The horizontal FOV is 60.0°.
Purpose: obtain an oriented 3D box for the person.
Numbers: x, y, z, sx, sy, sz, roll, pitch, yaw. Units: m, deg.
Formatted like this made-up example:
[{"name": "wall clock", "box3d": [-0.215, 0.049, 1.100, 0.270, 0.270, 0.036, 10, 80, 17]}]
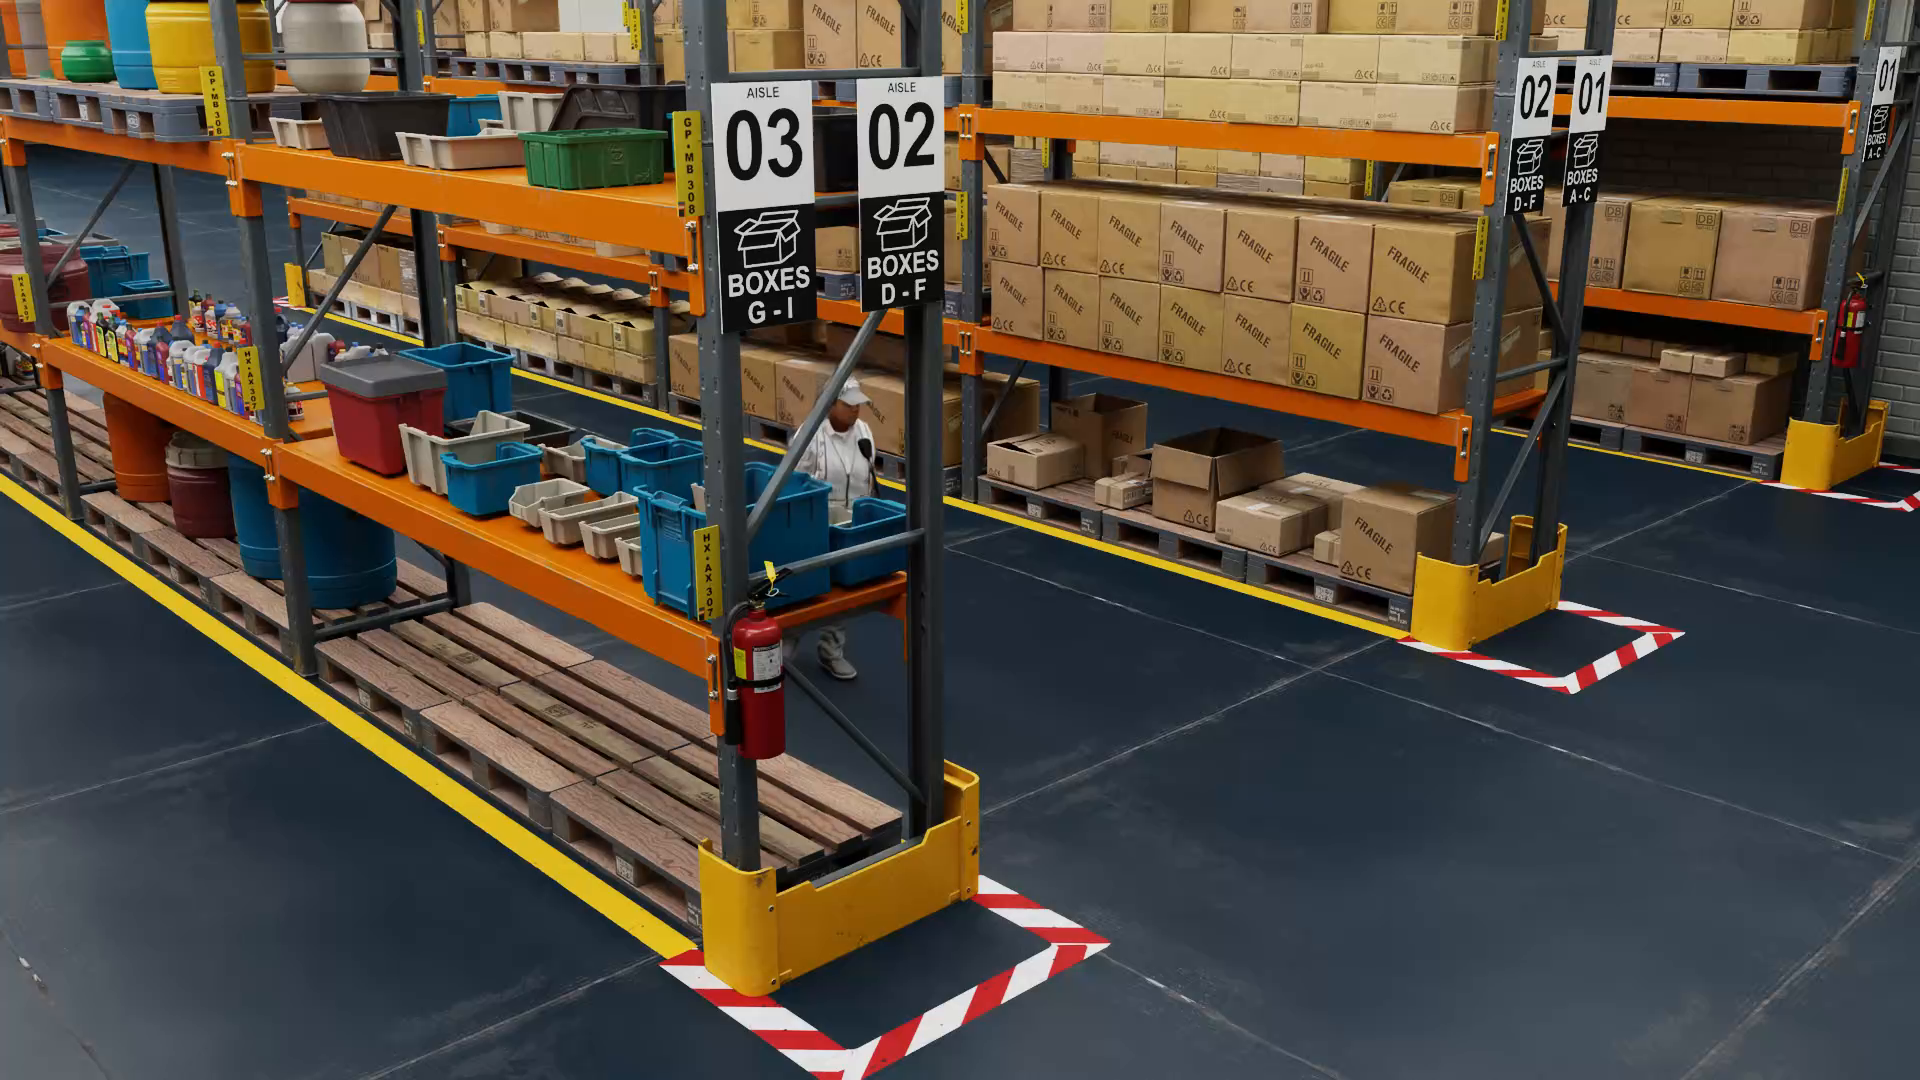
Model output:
[{"name": "person", "box3d": [-0.703, -0.067, 8.742, 0.555, 1.655, 0.556, -11, 20, -30]}]
